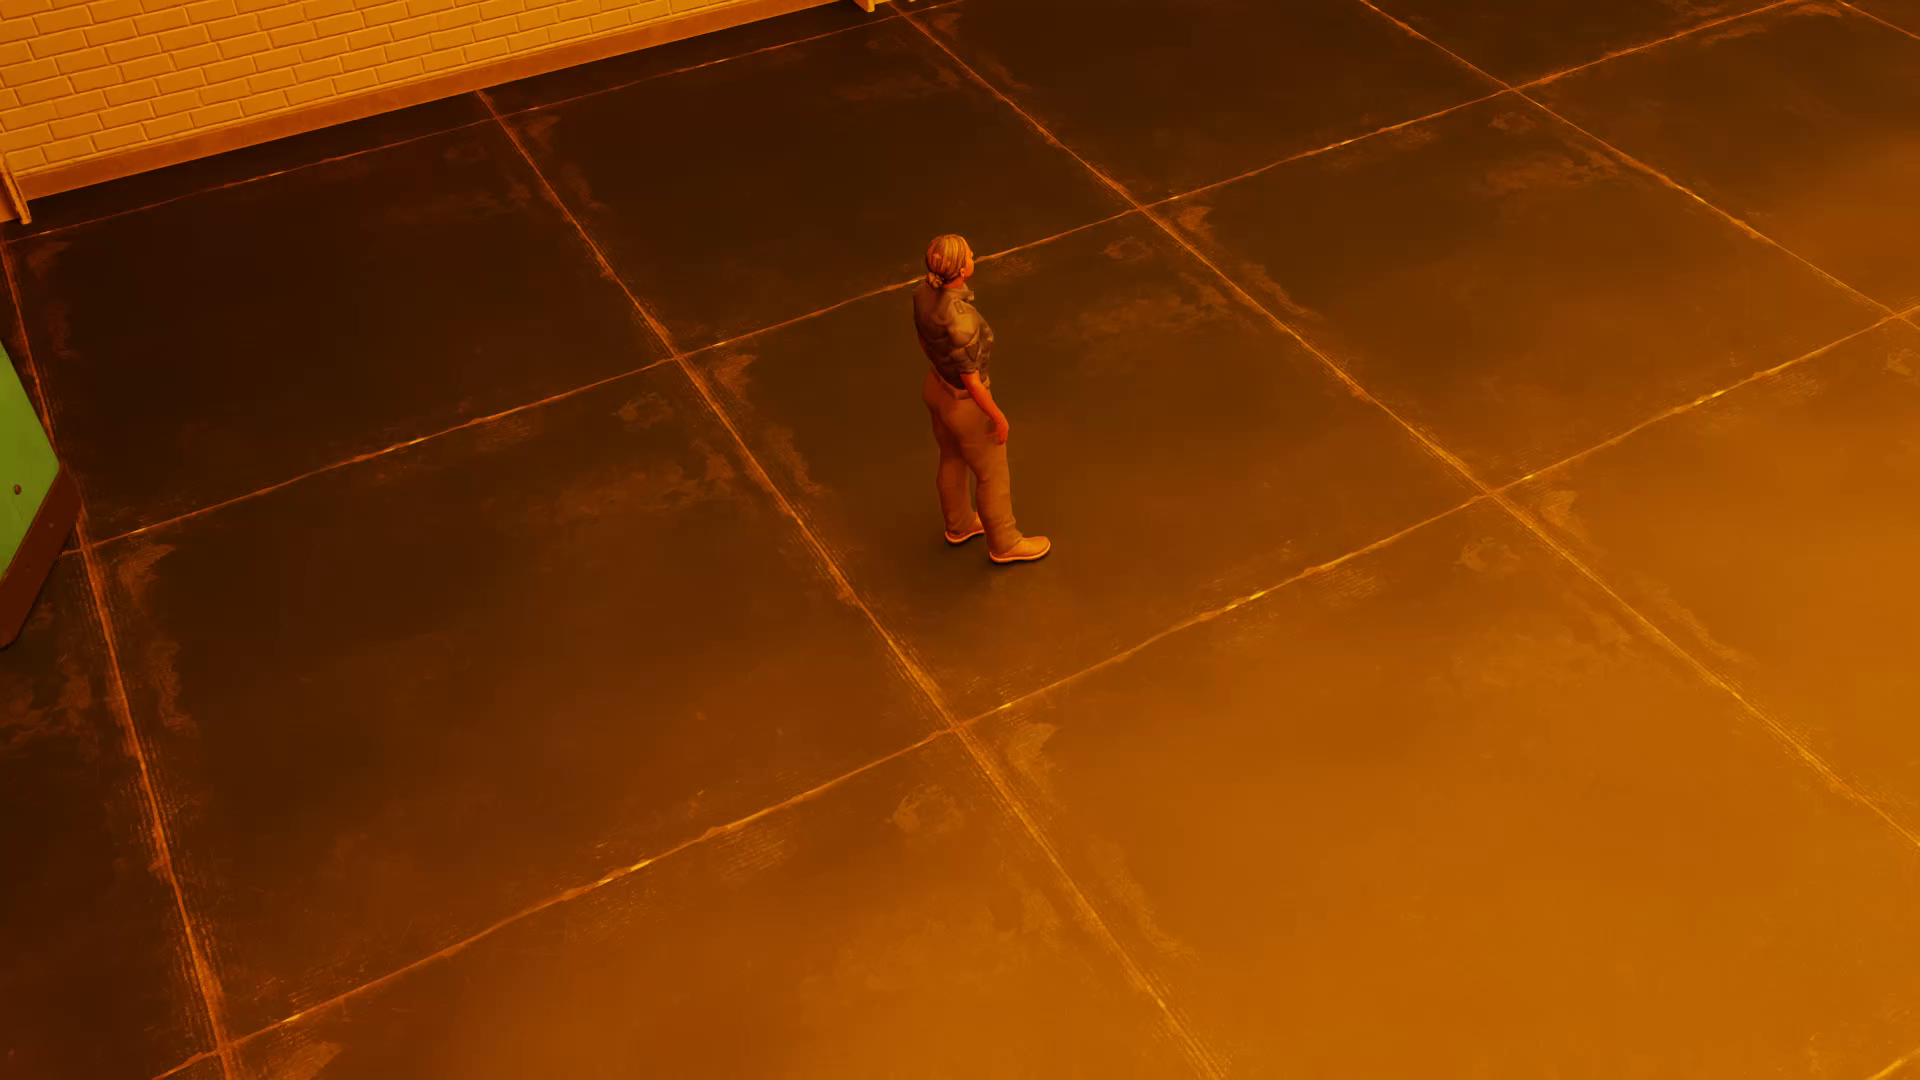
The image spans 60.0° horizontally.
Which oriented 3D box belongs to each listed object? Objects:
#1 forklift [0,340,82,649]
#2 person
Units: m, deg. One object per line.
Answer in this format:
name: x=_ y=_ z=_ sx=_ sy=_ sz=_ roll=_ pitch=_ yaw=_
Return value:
forklift: x=-5.672 y=-0.836 z=6.599 sx=3.031 sy=2.935 sz=1.130 roll=-2 pitch=43 yaw=-2
person: x=0.086 y=-0.630 z=7.305 sx=0.504 sy=1.654 sz=0.569 roll=-21 pitch=47 yaw=-21
